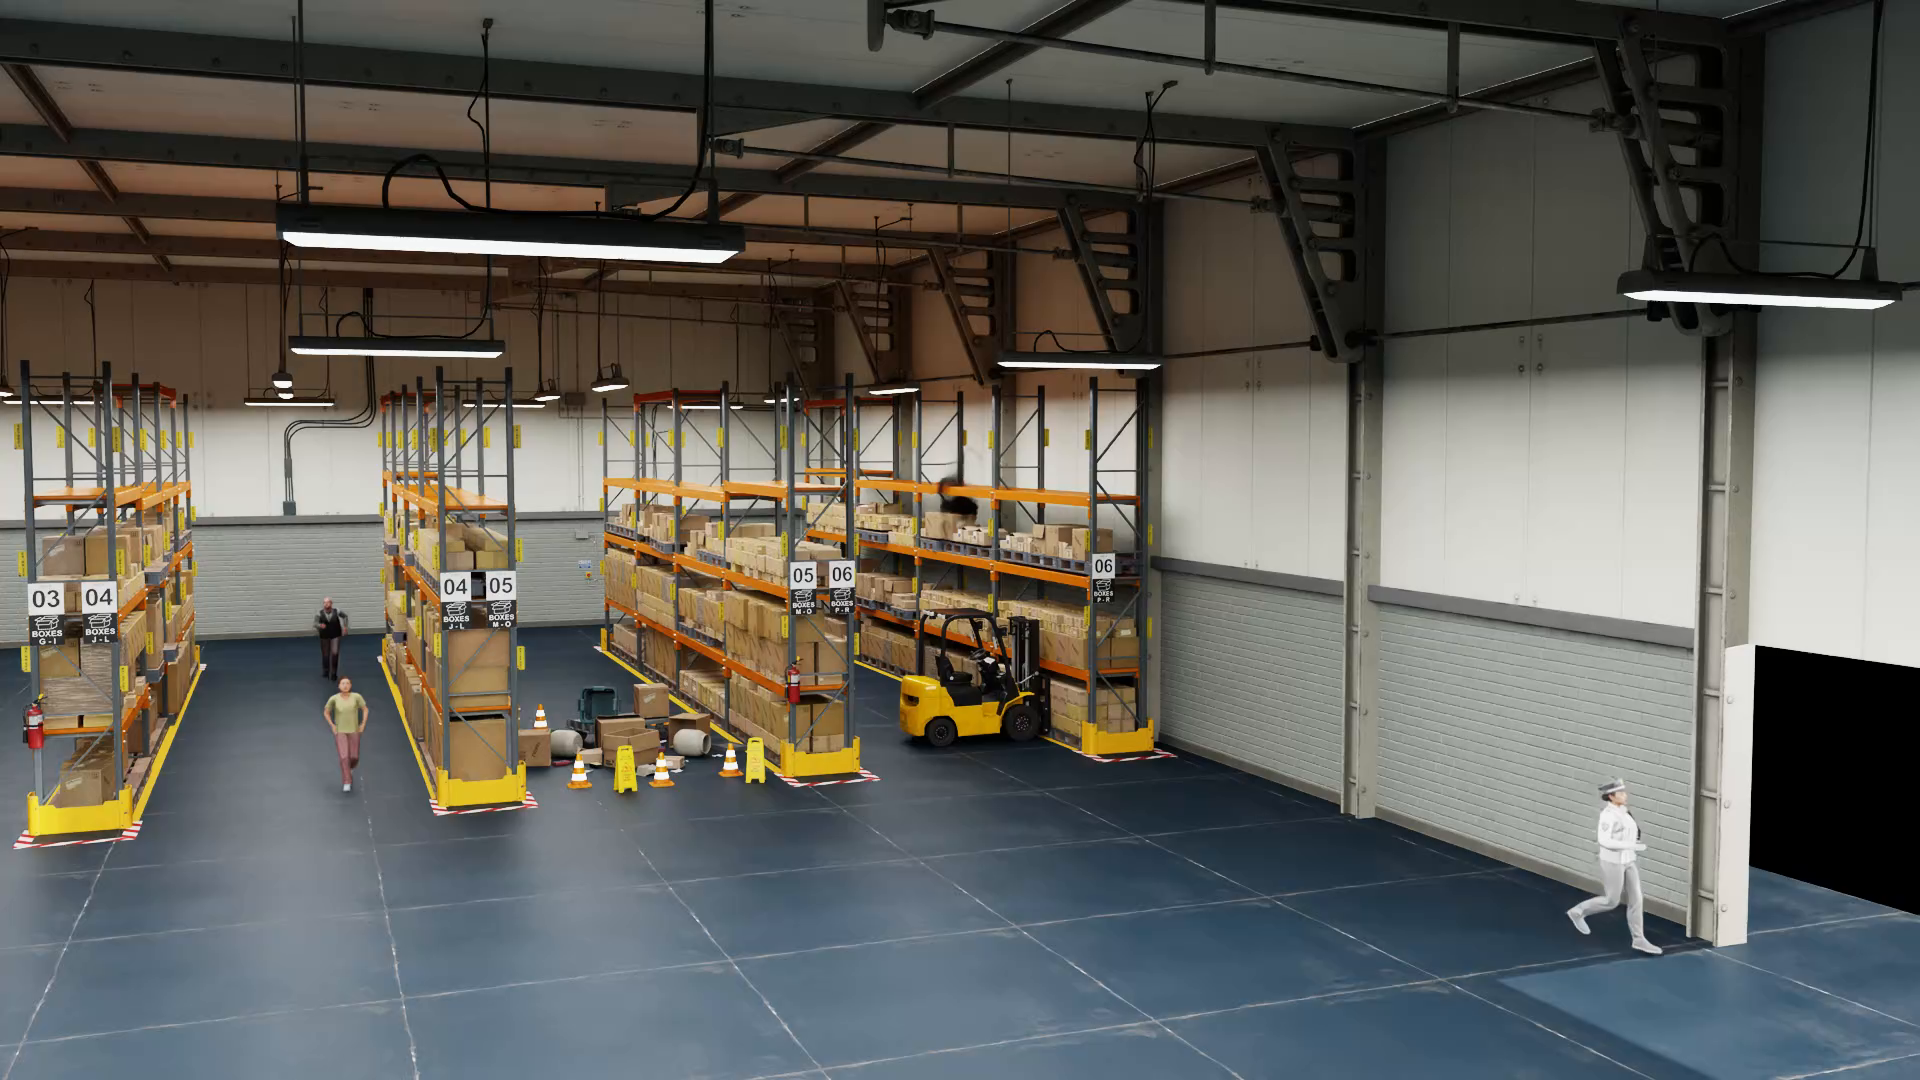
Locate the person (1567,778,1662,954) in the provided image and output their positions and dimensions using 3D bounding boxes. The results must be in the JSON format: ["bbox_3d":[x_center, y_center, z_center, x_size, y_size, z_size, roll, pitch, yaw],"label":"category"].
[{"bbox_3d":[6.441,3.156,16.303,0.618,1.669,0.904,-3,5,-45],"label":"person"}]

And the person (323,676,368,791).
[{"bbox_3d":[-8.834,2.753,23.931,0.605,1.633,0.642,-2,4,-26],"label":"person"}]

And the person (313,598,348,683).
[{"bbox_3d":[-13.071,2.073,34.534,0.662,1.756,0.890,-1,4,-16],"label":"person"}]
